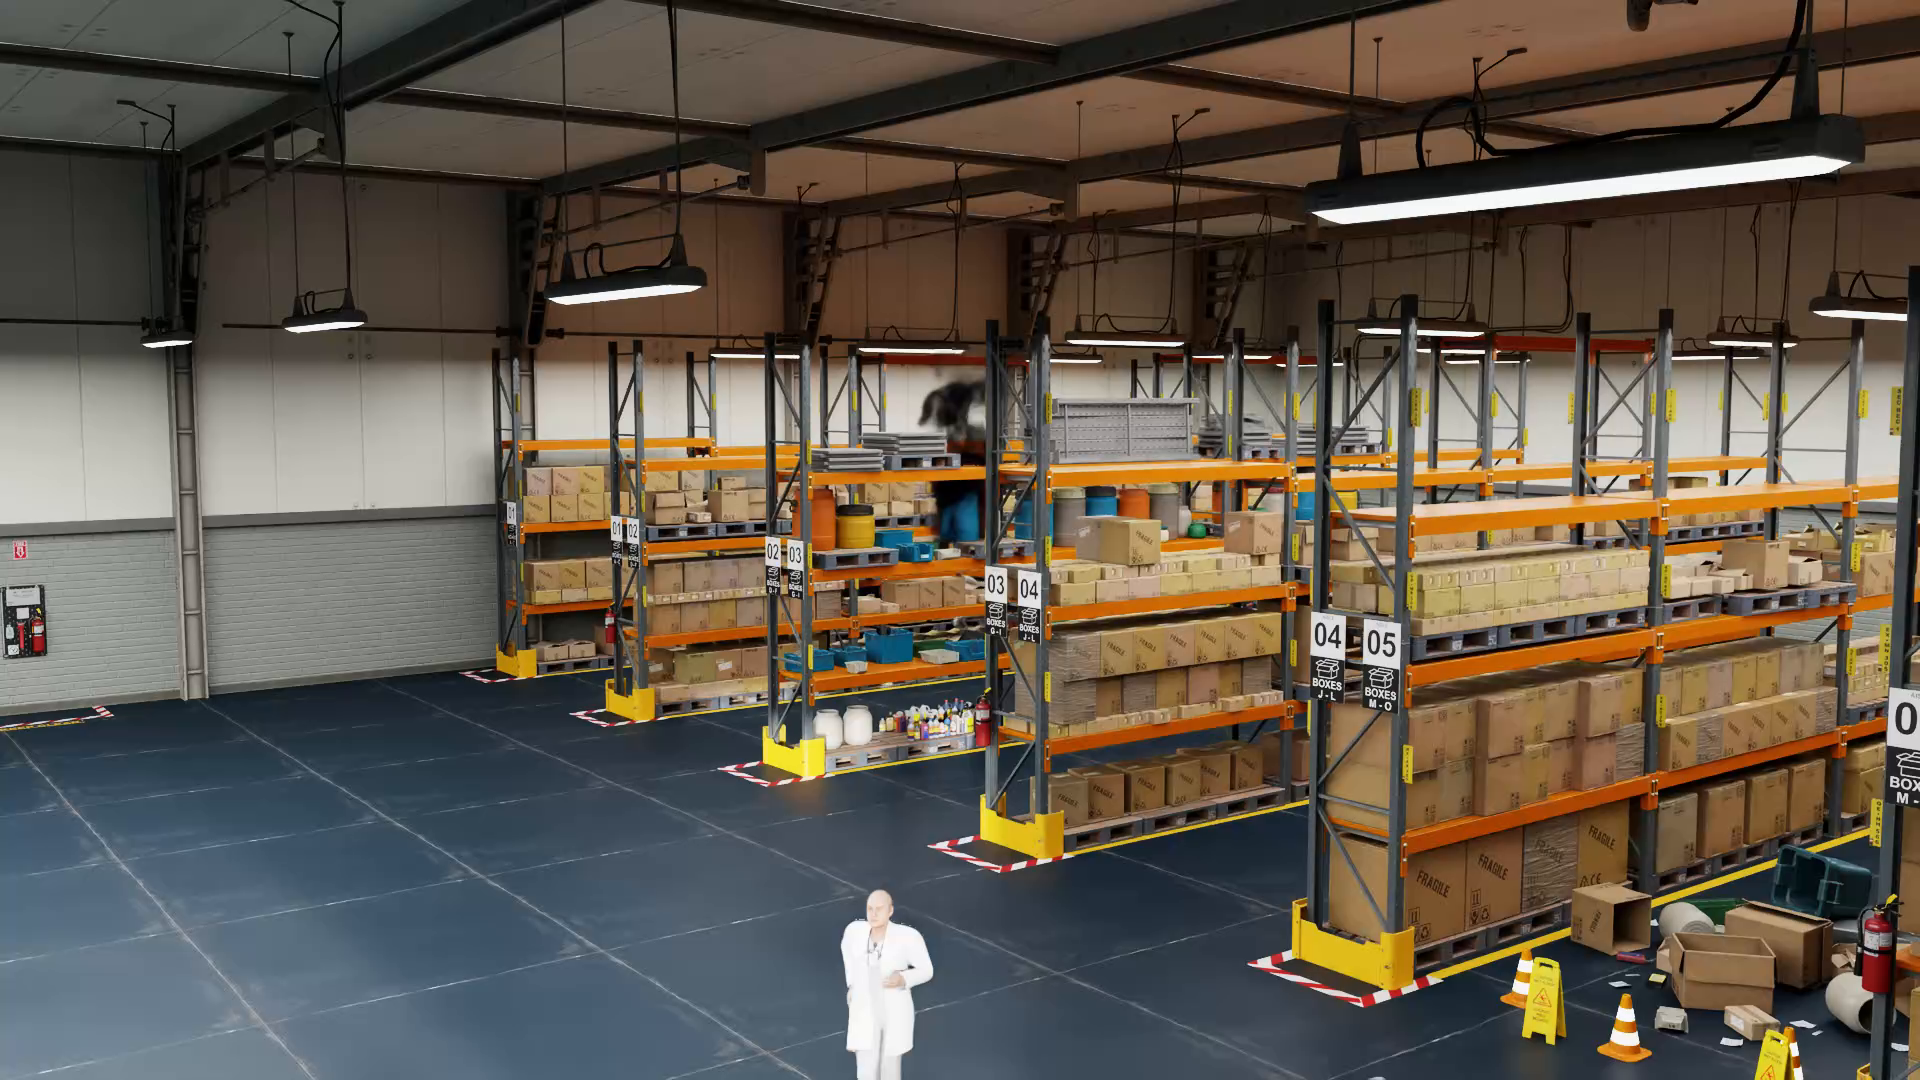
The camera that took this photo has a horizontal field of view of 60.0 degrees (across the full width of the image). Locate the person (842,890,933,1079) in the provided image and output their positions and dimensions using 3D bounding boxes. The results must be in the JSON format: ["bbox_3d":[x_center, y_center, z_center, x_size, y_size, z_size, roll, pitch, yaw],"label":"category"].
[{"bbox_3d":[-0.510,3.293,11.398,0.668,1.851,0.864,0,5,4],"label":"person"}]

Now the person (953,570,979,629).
[{"bbox_3d":[0.026,1.359,33.362,0.770,1.864,0.677,-4,6,-39],"label":"person"}]
